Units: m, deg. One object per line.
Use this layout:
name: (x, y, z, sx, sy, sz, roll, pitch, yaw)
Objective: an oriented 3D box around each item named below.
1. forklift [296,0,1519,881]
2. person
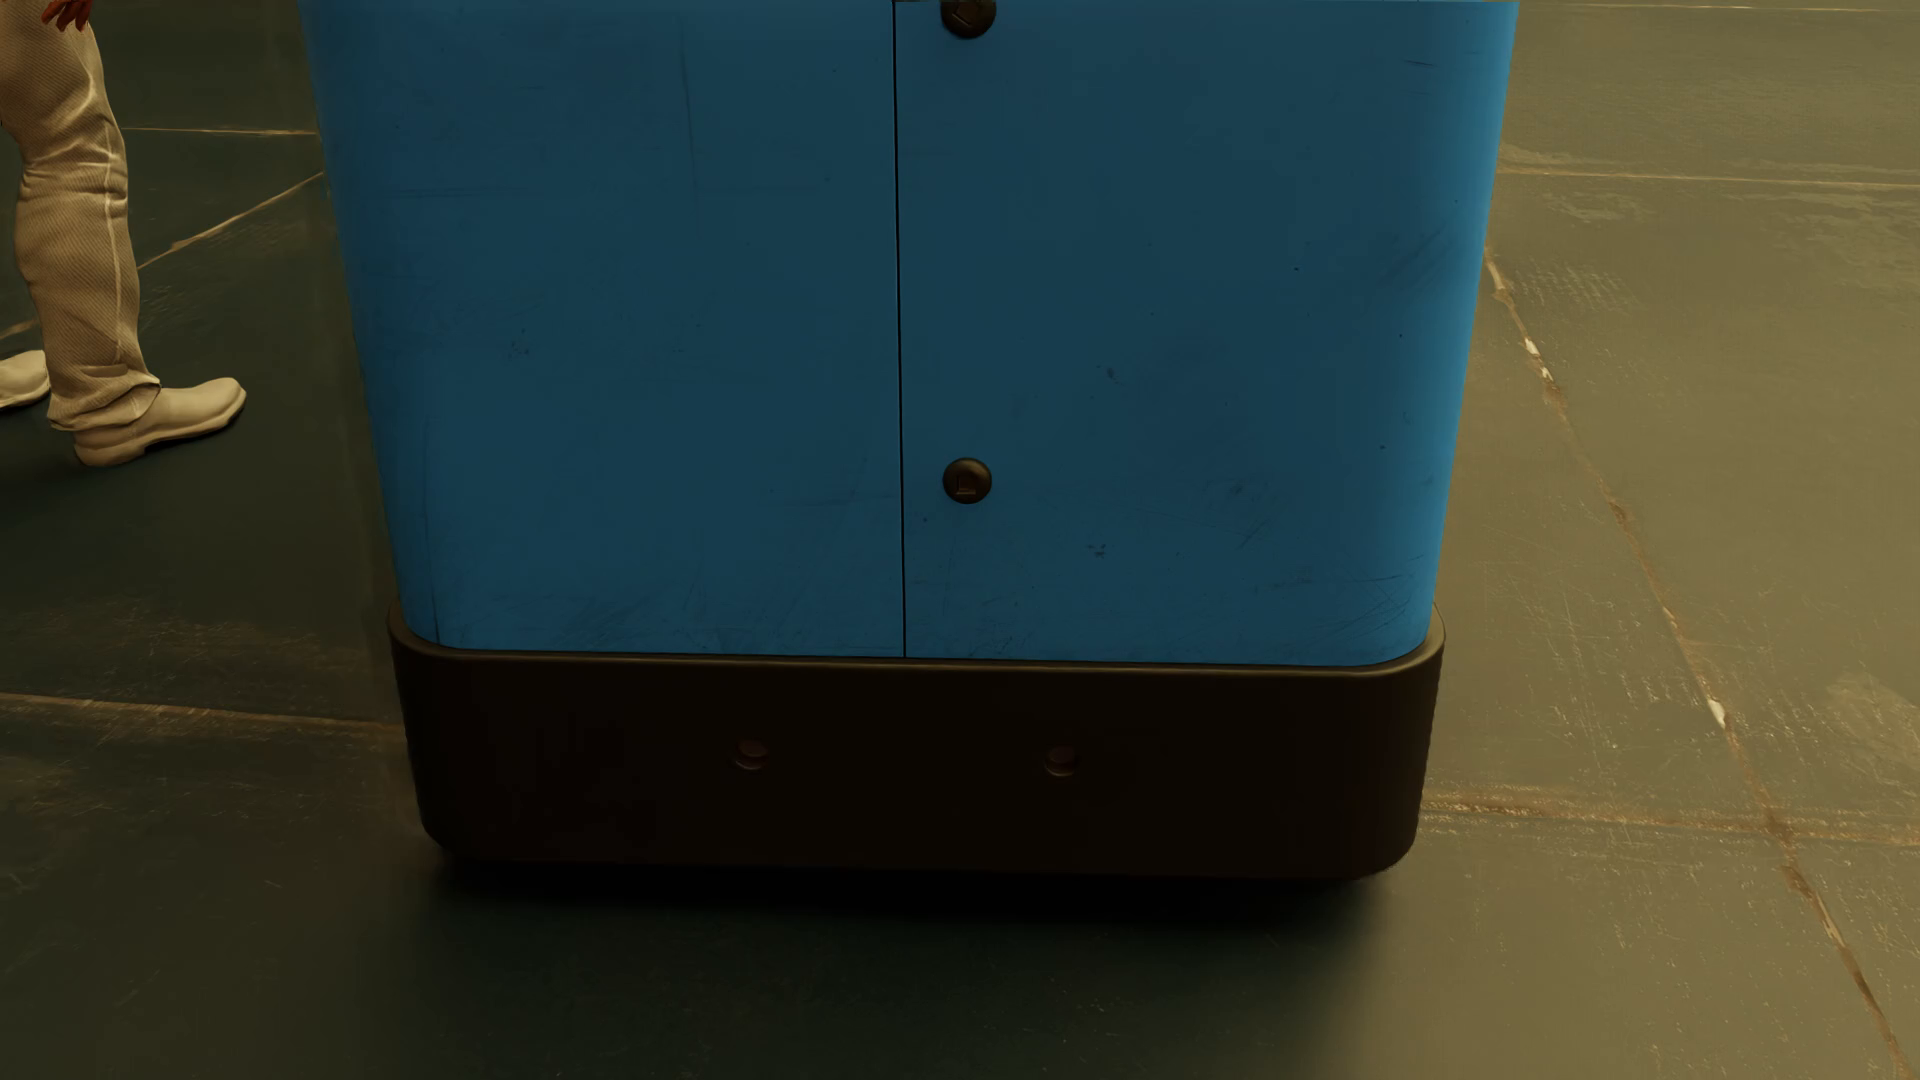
forklift: (0.005, -1.590, 2.403, 1.130, 2.935, 3.031, 1, 27, 2)
person: (-1.564, -0.963, 2.468, 0.731, 1.756, 0.442, 9, 28, 18)
